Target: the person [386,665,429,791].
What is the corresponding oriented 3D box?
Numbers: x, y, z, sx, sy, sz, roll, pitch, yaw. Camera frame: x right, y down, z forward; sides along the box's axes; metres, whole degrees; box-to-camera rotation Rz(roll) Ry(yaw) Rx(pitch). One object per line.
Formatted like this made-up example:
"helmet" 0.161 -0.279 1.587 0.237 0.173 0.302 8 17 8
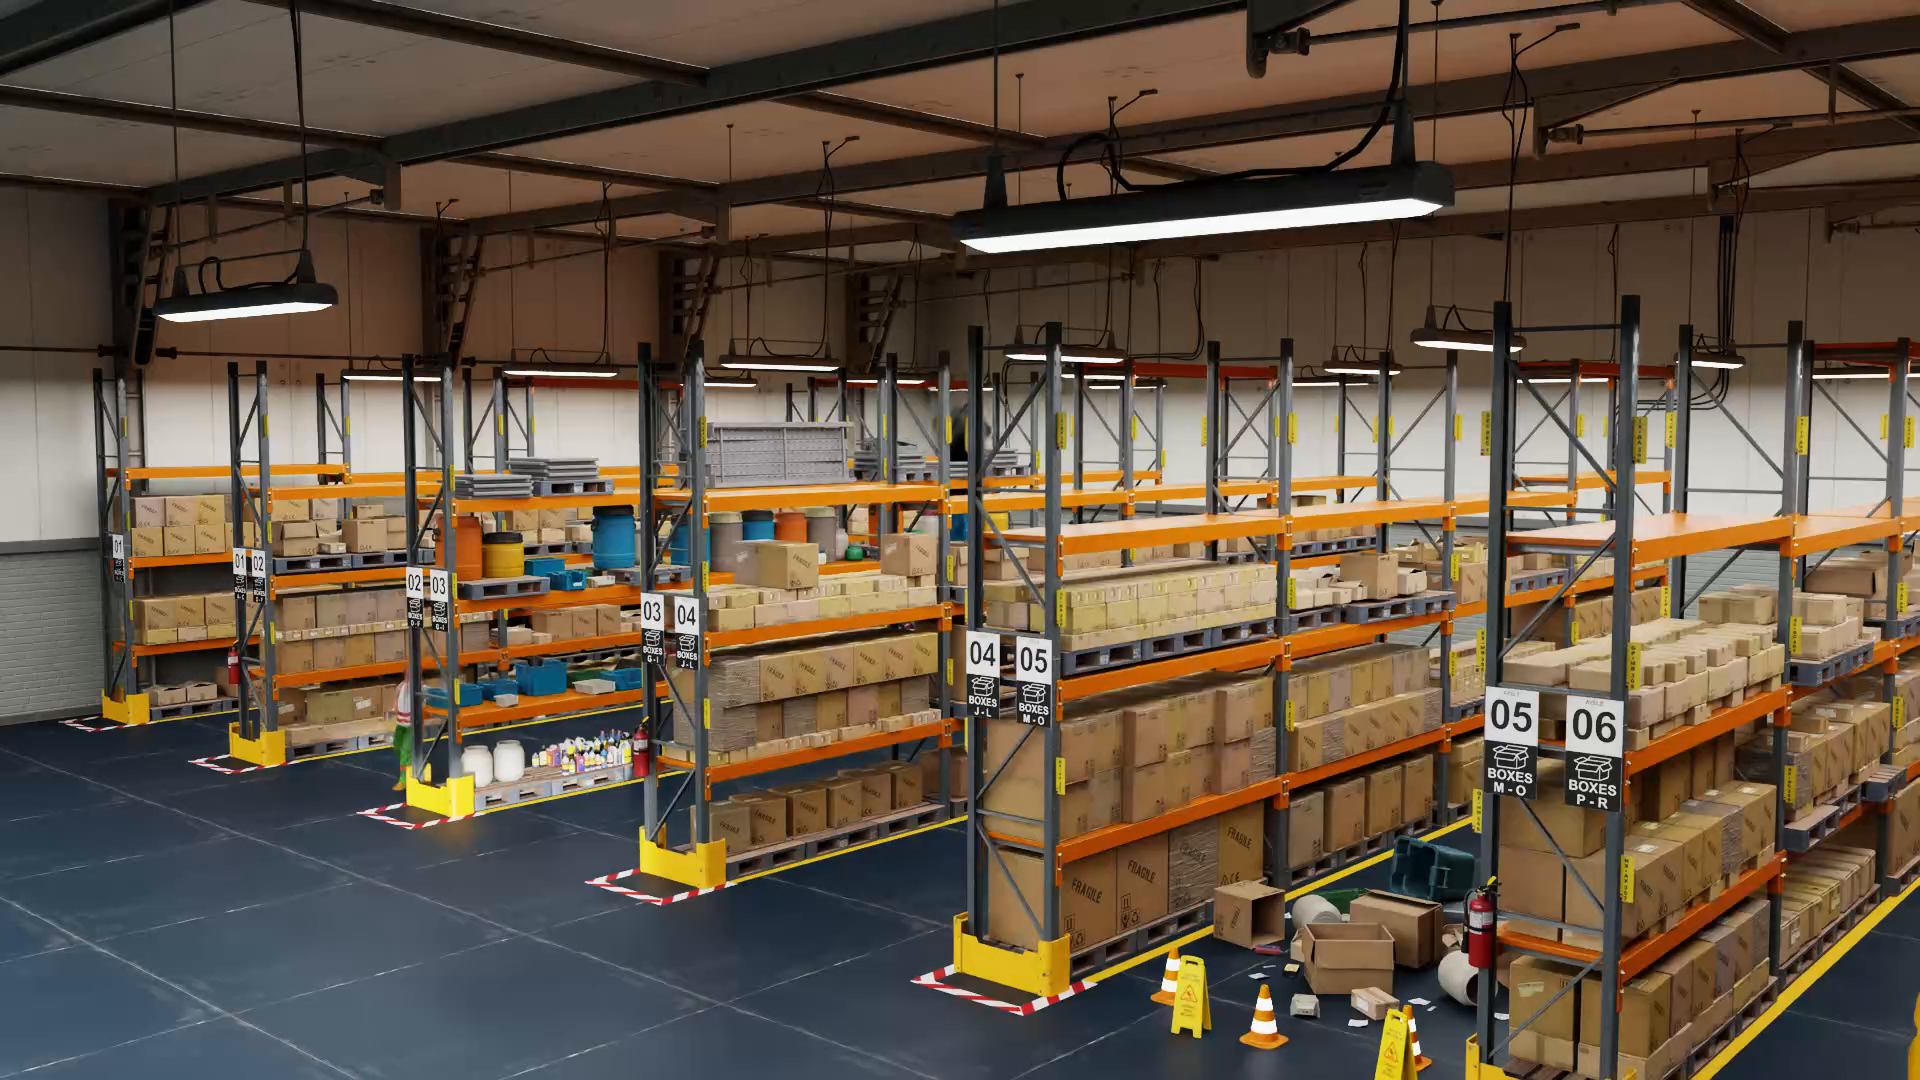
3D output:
"person" -7.628 2.588 23.279 0.676 1.755 0.736 2 4 21
